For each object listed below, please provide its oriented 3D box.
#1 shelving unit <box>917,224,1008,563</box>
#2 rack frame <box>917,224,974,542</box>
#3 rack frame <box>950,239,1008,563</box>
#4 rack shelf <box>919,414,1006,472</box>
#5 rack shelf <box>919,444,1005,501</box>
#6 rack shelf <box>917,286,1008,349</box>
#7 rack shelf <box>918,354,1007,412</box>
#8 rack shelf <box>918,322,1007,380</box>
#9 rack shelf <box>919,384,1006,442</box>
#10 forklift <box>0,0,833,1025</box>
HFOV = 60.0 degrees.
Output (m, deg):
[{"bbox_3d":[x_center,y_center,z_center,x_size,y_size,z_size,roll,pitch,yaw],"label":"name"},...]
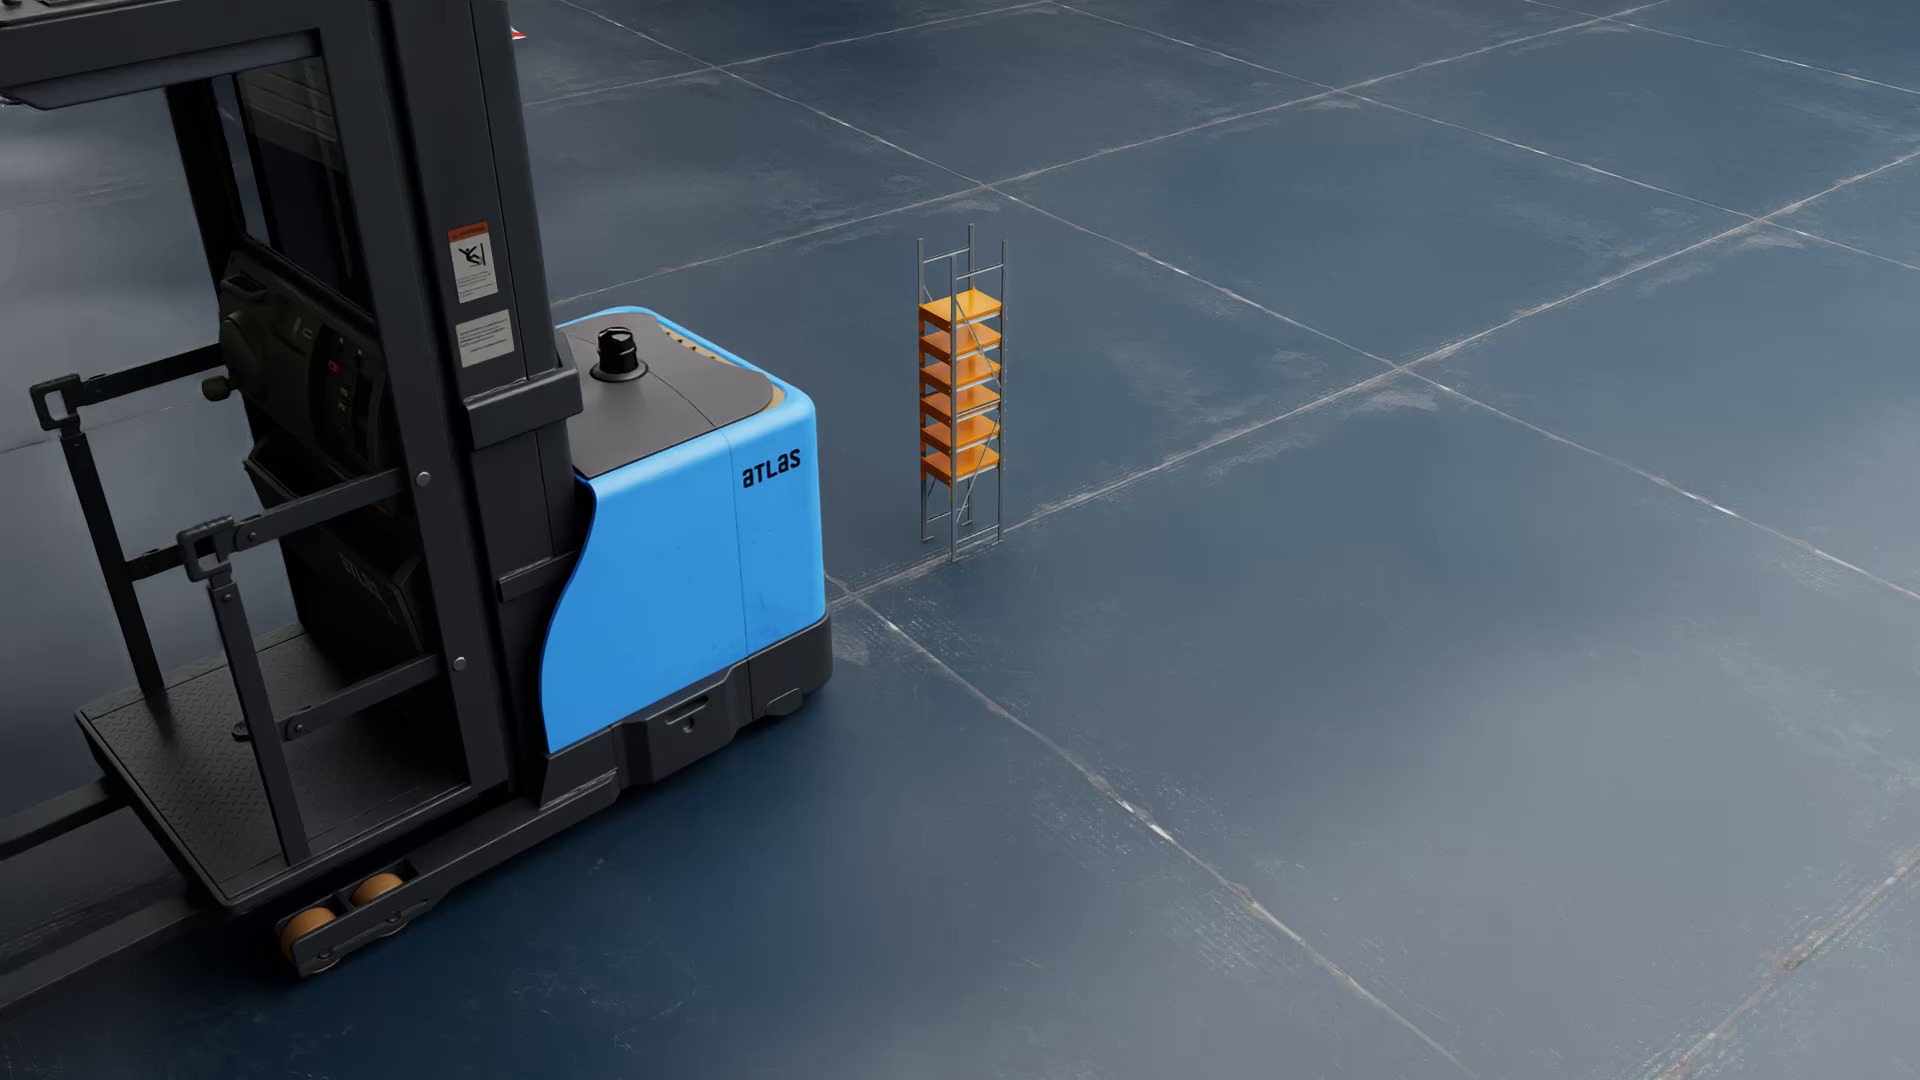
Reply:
[{"bbox_3d":[0.009,-0.504,5.924,0.258,1.200,0.189,-22,38,-31],"label":"shelving unit"},{"bbox_3d":[-0.047,-0.542,5.985,0.240,1.200,0.006,-22,38,-31],"label":"rack frame"},{"bbox_3d":[0.065,-0.466,5.862,0.240,1.200,0.006,-22,38,-31],"label":"rack frame"},{"bbox_3d":[0.009,-0.364,6.010,0.258,0.103,0.180,-22,38,-31],"label":"rack shelf"},{"bbox_3d":[0.009,-0.262,6.074,0.258,0.103,0.180,-22,38,-31],"label":"rack shelf"},{"bbox_3d":[0.009,-0.772,5.757,0.258,0.103,0.180,-22,38,-31],"label":"rack shelf"},{"bbox_3d":[0.009,-0.568,5.884,0.258,0.103,0.180,-22,38,-31],"label":"rack shelf"},{"bbox_3d":[0.009,-0.670,5.821,0.258,0.103,0.180,-22,38,-31],"label":"rack shelf"},{"bbox_3d":[0.009,-0.466,5.947,0.258,0.103,0.180,-22,38,-31],"label":"rack shelf"},{"bbox_3d":[-1.837,-0.412,4.135,3.031,2.935,1.130,-26,40,-35],"label":"forklift"}]
